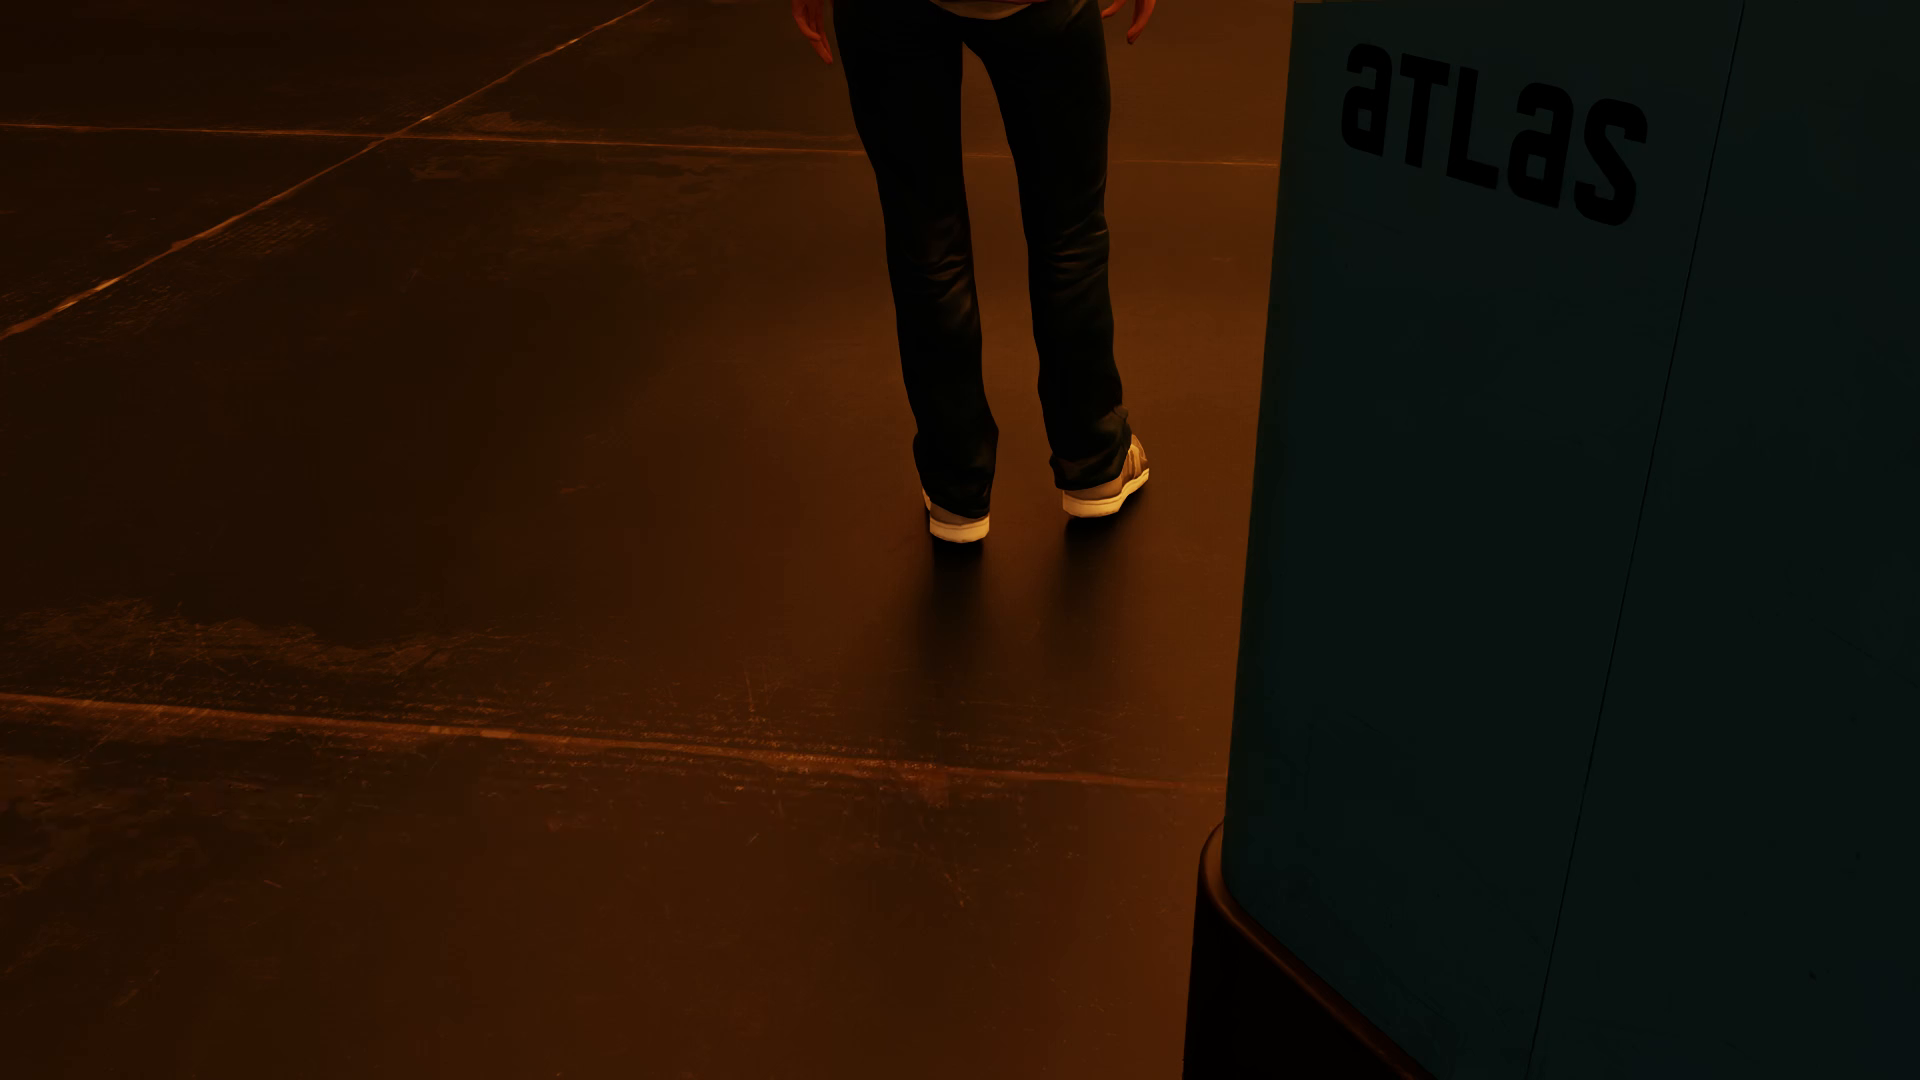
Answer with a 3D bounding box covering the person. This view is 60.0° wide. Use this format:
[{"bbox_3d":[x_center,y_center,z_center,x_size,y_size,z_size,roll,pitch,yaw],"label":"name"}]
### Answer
[{"bbox_3d":[0.024,-0.753,2.204,0.519,1.598,0.475,3,27,7],"label":"person"}]
